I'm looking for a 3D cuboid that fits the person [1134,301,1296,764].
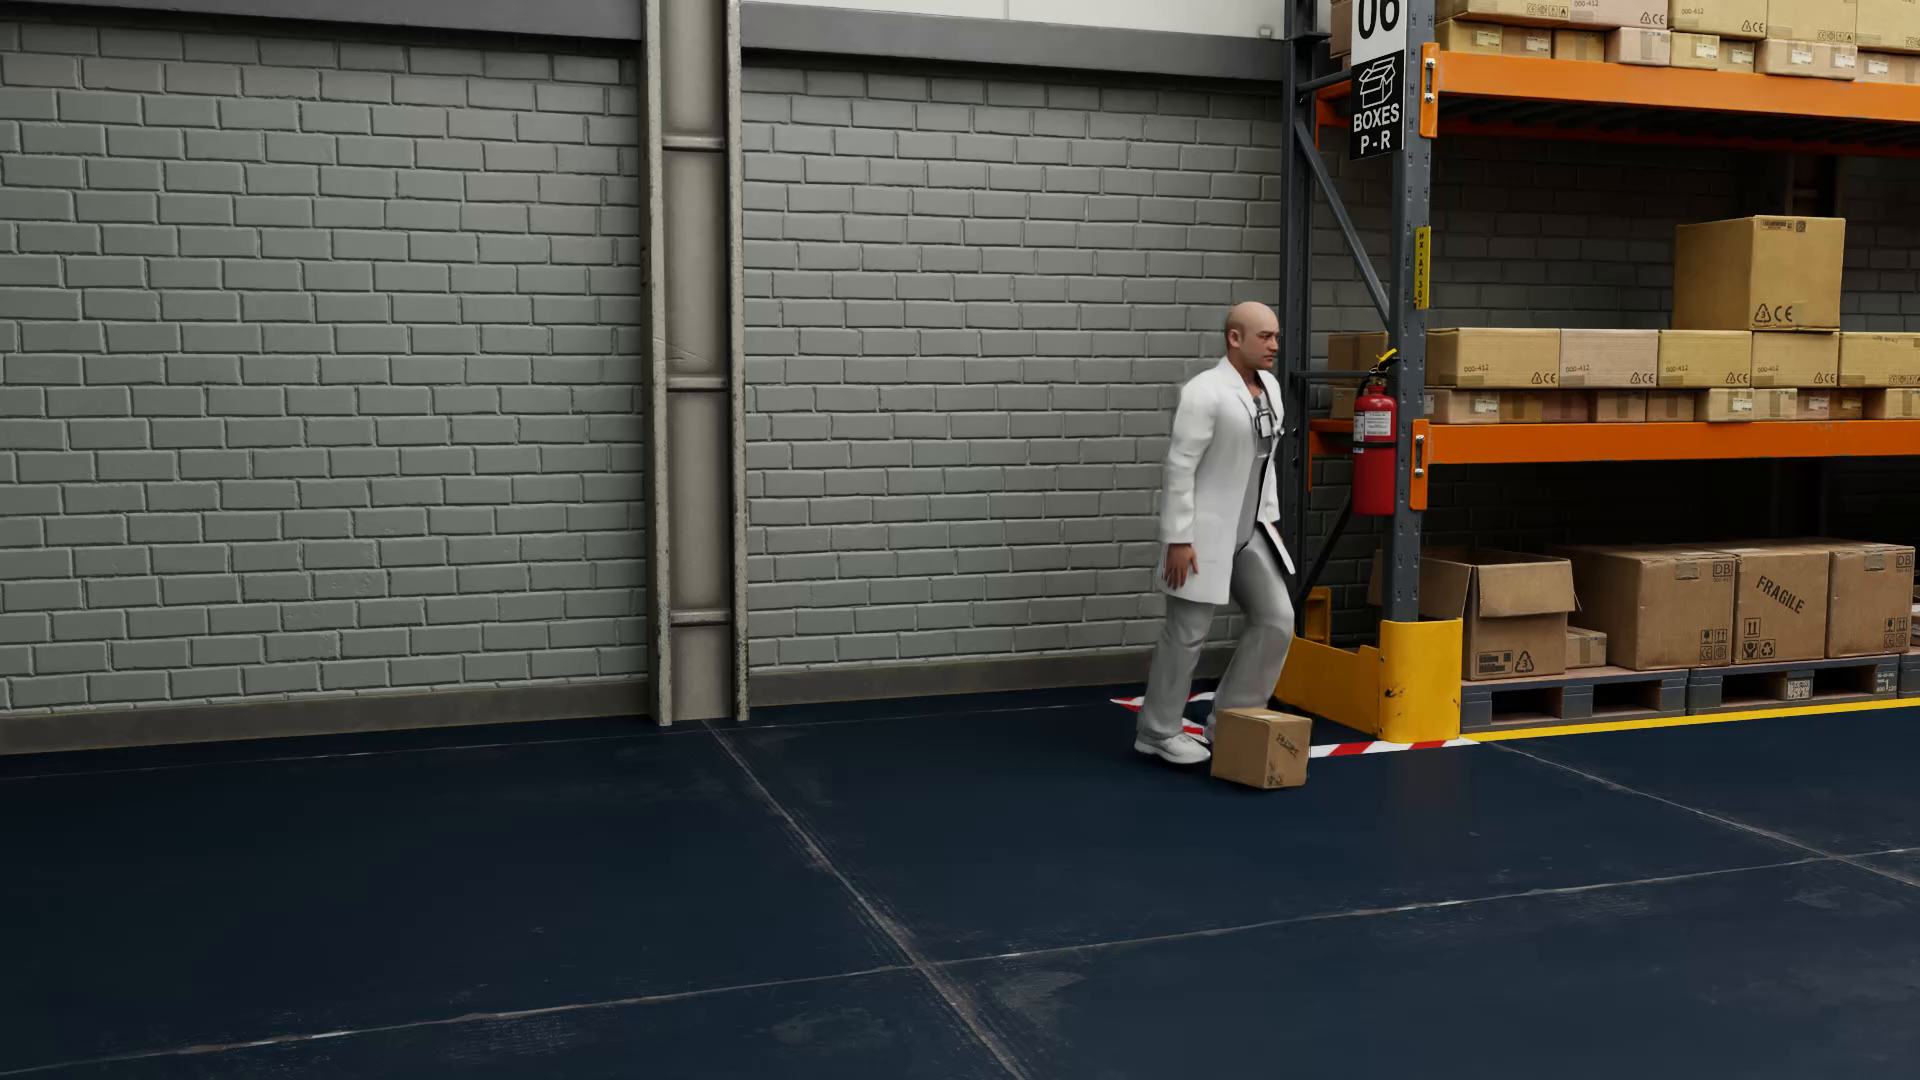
[{"bbox_3d":[0.950,-0.005,6.310,0.634,1.772,0.606,-5,8,-44],"label":"person"}]
